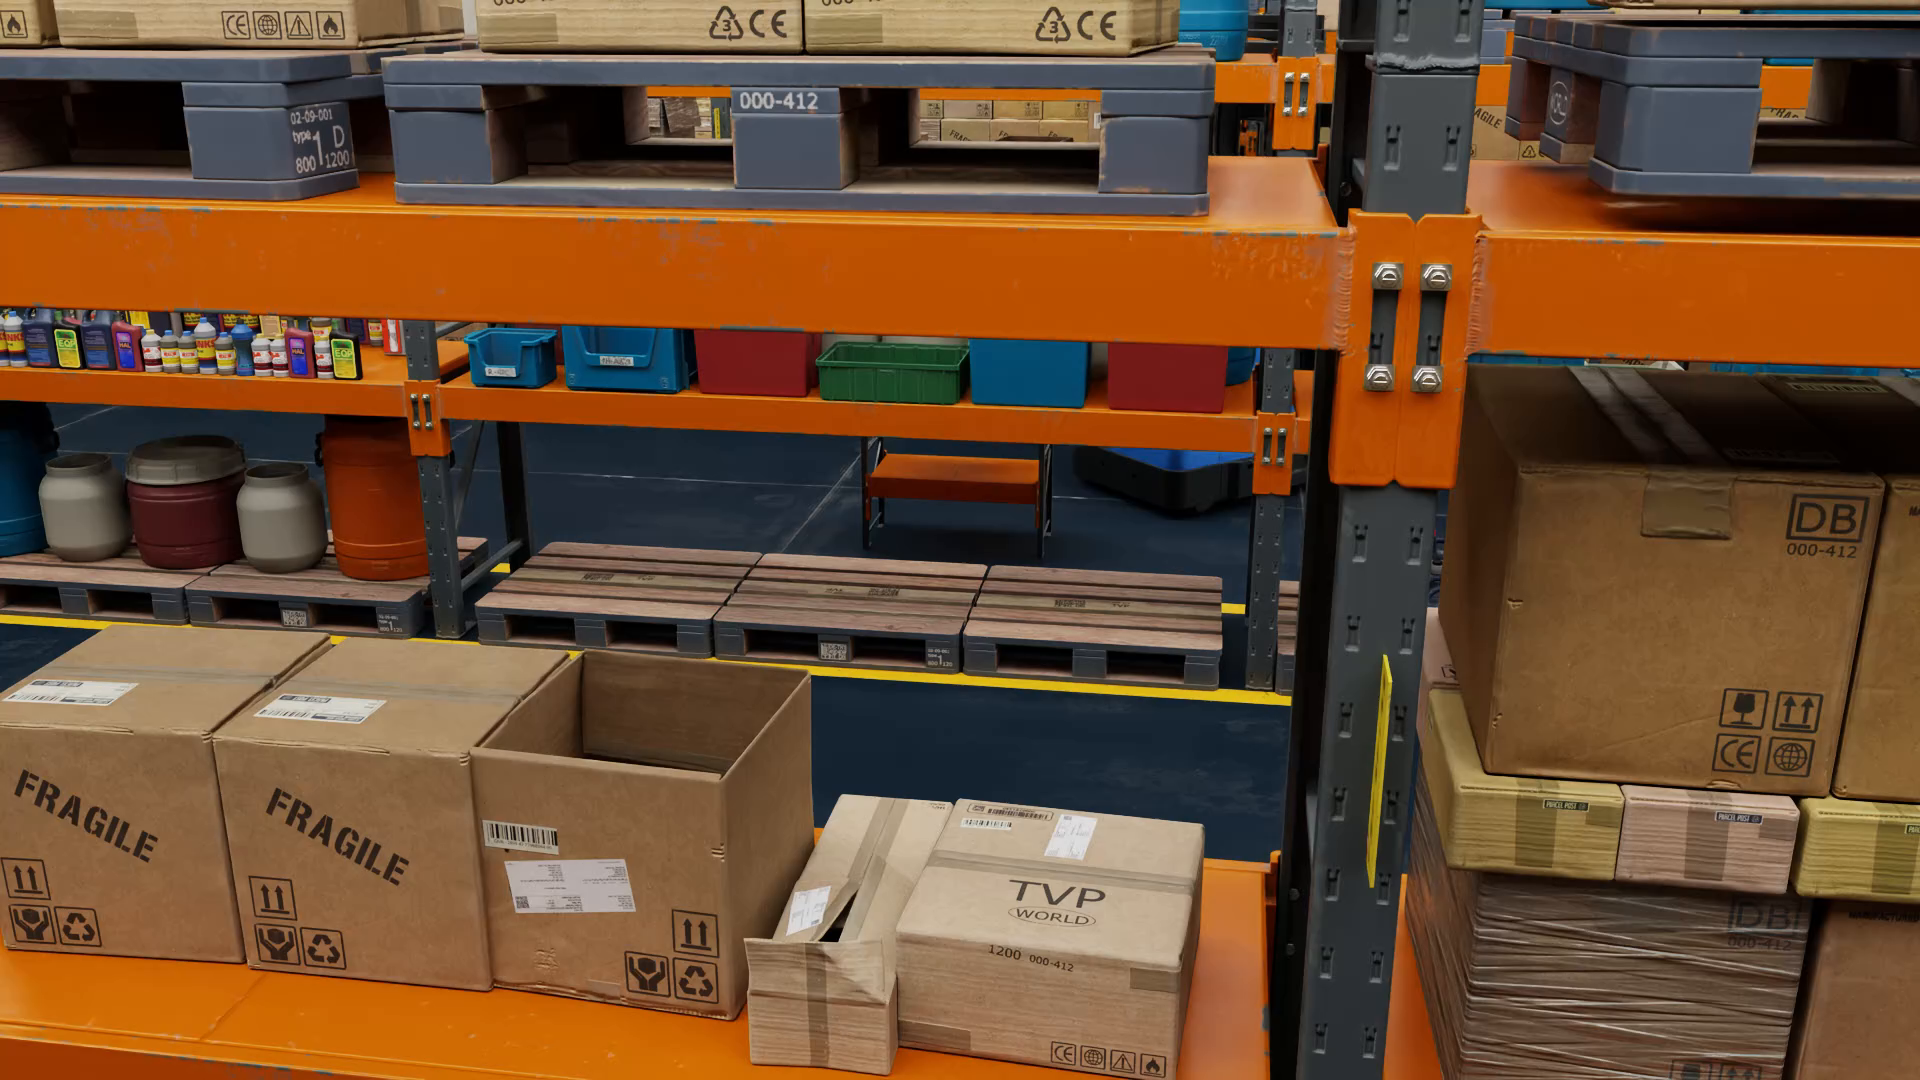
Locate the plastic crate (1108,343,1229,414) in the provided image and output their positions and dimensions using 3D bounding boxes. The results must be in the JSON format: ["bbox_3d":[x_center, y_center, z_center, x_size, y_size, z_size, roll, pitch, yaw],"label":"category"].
[{"bbox_3d":[0.939,-0.838,7.478,0.583,0.464,0.402,3,19,9],"label":"plastic crate"}]

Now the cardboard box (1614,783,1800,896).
[{"bbox_3d":[1.158,0.405,2.686,0.250,0.149,0.380,3,19,9],"label":"cardboard box"}]

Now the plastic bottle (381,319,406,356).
[{"bbox_3d":[-2.884,-1.097,8.548,0.135,0.276,0.152,3,19,9],"label":"plastic bottle"}]

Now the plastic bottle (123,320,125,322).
[{"bbox_3d":[-4.239,-1.023,8.318,0.133,0.283,0.061,3,19,9],"label":"plastic bottle"}]

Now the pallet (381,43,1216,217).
[{"bbox_3d":[-0.197,-0.699,2.739,1.217,0.209,0.805,2,19,6],"label":"pallet"}]

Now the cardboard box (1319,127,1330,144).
[{"bbox_3d":[2.655,-2.991,11.812,0.500,0.500,0.500,3,19,9],"label":"cardboard box"}]

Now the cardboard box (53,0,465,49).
[{"bbox_3d":[-1.202,-0.993,2.891,0.500,0.250,0.500,1,19,4],"label":"cardboard box"}]

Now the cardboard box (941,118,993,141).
[{"bbox_3d":[0.091,-4.096,17.160,0.500,0.500,0.500,3,19,8],"label":"cardboard box"}]

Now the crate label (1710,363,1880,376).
[{"bbox_3d":[3.555,-0.702,7.118,0.616,0.435,0.502,3,19,9],"label":"crate label"}]

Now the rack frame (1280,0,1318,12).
[{"bbox_3d":[1.465,-3.724,6.750,0.127,3.000,1.000,3,19,9],"label":"rack frame"}]

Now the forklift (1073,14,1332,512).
[{"bbox_3d":[2.239,-1.905,10.877,3.031,2.935,1.130,-12,22,-33],"label":"forklift"}]

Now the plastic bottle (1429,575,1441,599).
[{"bbox_3d":[2.219,0.294,7.677,0.185,0.351,0.144,3,19,9],"label":"plastic bottle"}]

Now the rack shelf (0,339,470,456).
[{"bbox_3d":[-4.459,-0.839,8.718,4.000,0.370,1.077,3,19,9],"label":"rack shelf"}]

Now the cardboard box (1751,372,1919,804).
[{"bbox_3d":[1.614,0.056,2.707,0.500,0.500,0.700,3,19,9],"label":"cardboard box"}]

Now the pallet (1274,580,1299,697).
[{"bbox_3d":[2.122,0.491,8.004,1.213,0.211,1.003,3,19,9],"label":"pallet"}]

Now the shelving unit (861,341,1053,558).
[{"bbox_3d":[-0.007,-0.534,9.626,1.048,1.125,0.538,3,19,9],"label":"shelving unit"}]

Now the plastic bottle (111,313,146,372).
[{"bbox_3d":[-4.079,-0.969,8.155,0.133,0.283,0.061,3,19,9],"label":"plastic bottle"}]

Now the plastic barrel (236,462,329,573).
[{"bbox_3d":[-3.541,-0.119,8.690,0.421,0.512,0.421,0,18,0],"label":"plastic barrel"}]

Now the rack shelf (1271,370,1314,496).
[{"bbox_3d":[3.440,-0.437,7.515,4.000,0.370,1.077,3,19,9],"label":"rack shelf"}]

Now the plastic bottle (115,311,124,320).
[{"bbox_3d":[-4.531,-1.216,8.914,0.097,0.271,0.097,0,18,0],"label":"plastic bottle"}]

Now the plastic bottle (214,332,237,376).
[{"bbox_3d":[-3.578,-0.910,8.109,0.097,0.201,0.097,0,18,0],"label":"plastic bottle"}]

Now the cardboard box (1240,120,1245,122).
[{"bbox_3d":[2.646,-4.524,16.863,0.500,0.500,0.700,3,19,8],"label":"cardboard box"}]

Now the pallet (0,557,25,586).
[{"bbox_3d":[-5.678,0.093,9.193,1.213,0.211,1.003,3,19,9],"label":"pallet"}]

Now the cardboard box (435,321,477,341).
[{"bbox_3d":[-4.130,-1.954,13.602,0.875,0.875,1.225,2,19,7],"label":"cardboard box"}]

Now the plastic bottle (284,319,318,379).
[{"bbox_3d":[-3.179,-0.923,8.018,0.133,0.283,0.061,3,19,9],"label":"plastic bottle"}]

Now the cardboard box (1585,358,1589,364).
[{"bbox_3d":[4.376,-1.336,12.347,0.500,0.500,0.500,5,19,14],"label":"cardboard box"}]

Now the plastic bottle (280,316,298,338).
[{"bbox_3d":[-3.559,-1.153,8.835,0.097,0.201,0.097,0,18,0],"label":"plastic bottle"}]

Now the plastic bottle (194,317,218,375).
[{"bbox_3d":[-3.674,-0.948,8.113,0.097,0.271,0.097,0,18,0],"label":"plastic bottle"}]

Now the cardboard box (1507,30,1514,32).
[{"bbox_3d":[3.667,-3.625,11.420,0.500,0.250,0.500,2,19,6],"label":"cardboard box"}]

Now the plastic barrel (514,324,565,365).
[{"bbox_3d":[-1.978,-1.216,8.496,0.708,0.536,0.600,3,19,9],"label":"plastic barrel"}]

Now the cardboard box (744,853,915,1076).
[{"bbox_3d":[-0.221,0.750,3.046,0.258,0.266,0.396,2,19,7],"label":"cardboard box"}]

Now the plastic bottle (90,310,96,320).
[{"bbox_3d":[-4.654,-1.209,9.002,0.097,0.201,0.097,0,18,0],"label":"plastic bottle"}]

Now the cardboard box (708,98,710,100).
[{"bbox_3d":[-2.535,-4.692,17.896,0.250,0.149,0.380,3,19,10],"label":"cardboard box"}]

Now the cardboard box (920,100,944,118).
[{"bbox_3d":[-0.370,-4.676,17.319,0.500,0.500,0.700,3,19,8],"label":"cardboard box"}]

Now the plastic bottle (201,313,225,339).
[{"bbox_3d":[-3.994,-1.220,8.906,0.133,0.283,0.061,3,19,9],"label":"plastic bottle"}]

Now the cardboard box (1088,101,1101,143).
[{"bbox_3d":[1.489,-2.998,12.428,1.000,1.000,1.000,3,19,9],"label":"cardboard box"}]

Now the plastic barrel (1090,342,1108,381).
[{"bbox_3d":[0.556,-1.060,8.030,0.433,0.535,0.433,0,18,0],"label":"plastic barrel"}]

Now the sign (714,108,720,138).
[{"bbox_3d":[-1.783,-3.007,12.237,0.005,0.325,0.100,3,19,9],"label":"sign"}]

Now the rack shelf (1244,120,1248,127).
[{"bbox_3d":[2.632,-6.850,26.681,4.000,0.370,1.077,3,19,9],"label":"rack shelf"}]

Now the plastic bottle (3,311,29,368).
[{"bbox_3d":[-4.687,-1.000,8.267,0.097,0.271,0.097,0,18,0],"label":"plastic bottle"}]

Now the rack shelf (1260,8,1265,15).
[{"bbox_3d":[5.798,-6.516,20.956,4.000,0.370,1.077,3,19,9],"label":"rack shelf"}]

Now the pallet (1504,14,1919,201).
[{"bbox_3d":[1.522,-0.673,2.498,1.213,0.211,1.003,3,19,9],"label":"pallet"}]

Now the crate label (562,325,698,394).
[{"bbox_3d":[-1.546,-0.962,7.895,0.616,0.435,0.502,3,19,9],"label":"crate label"}]
